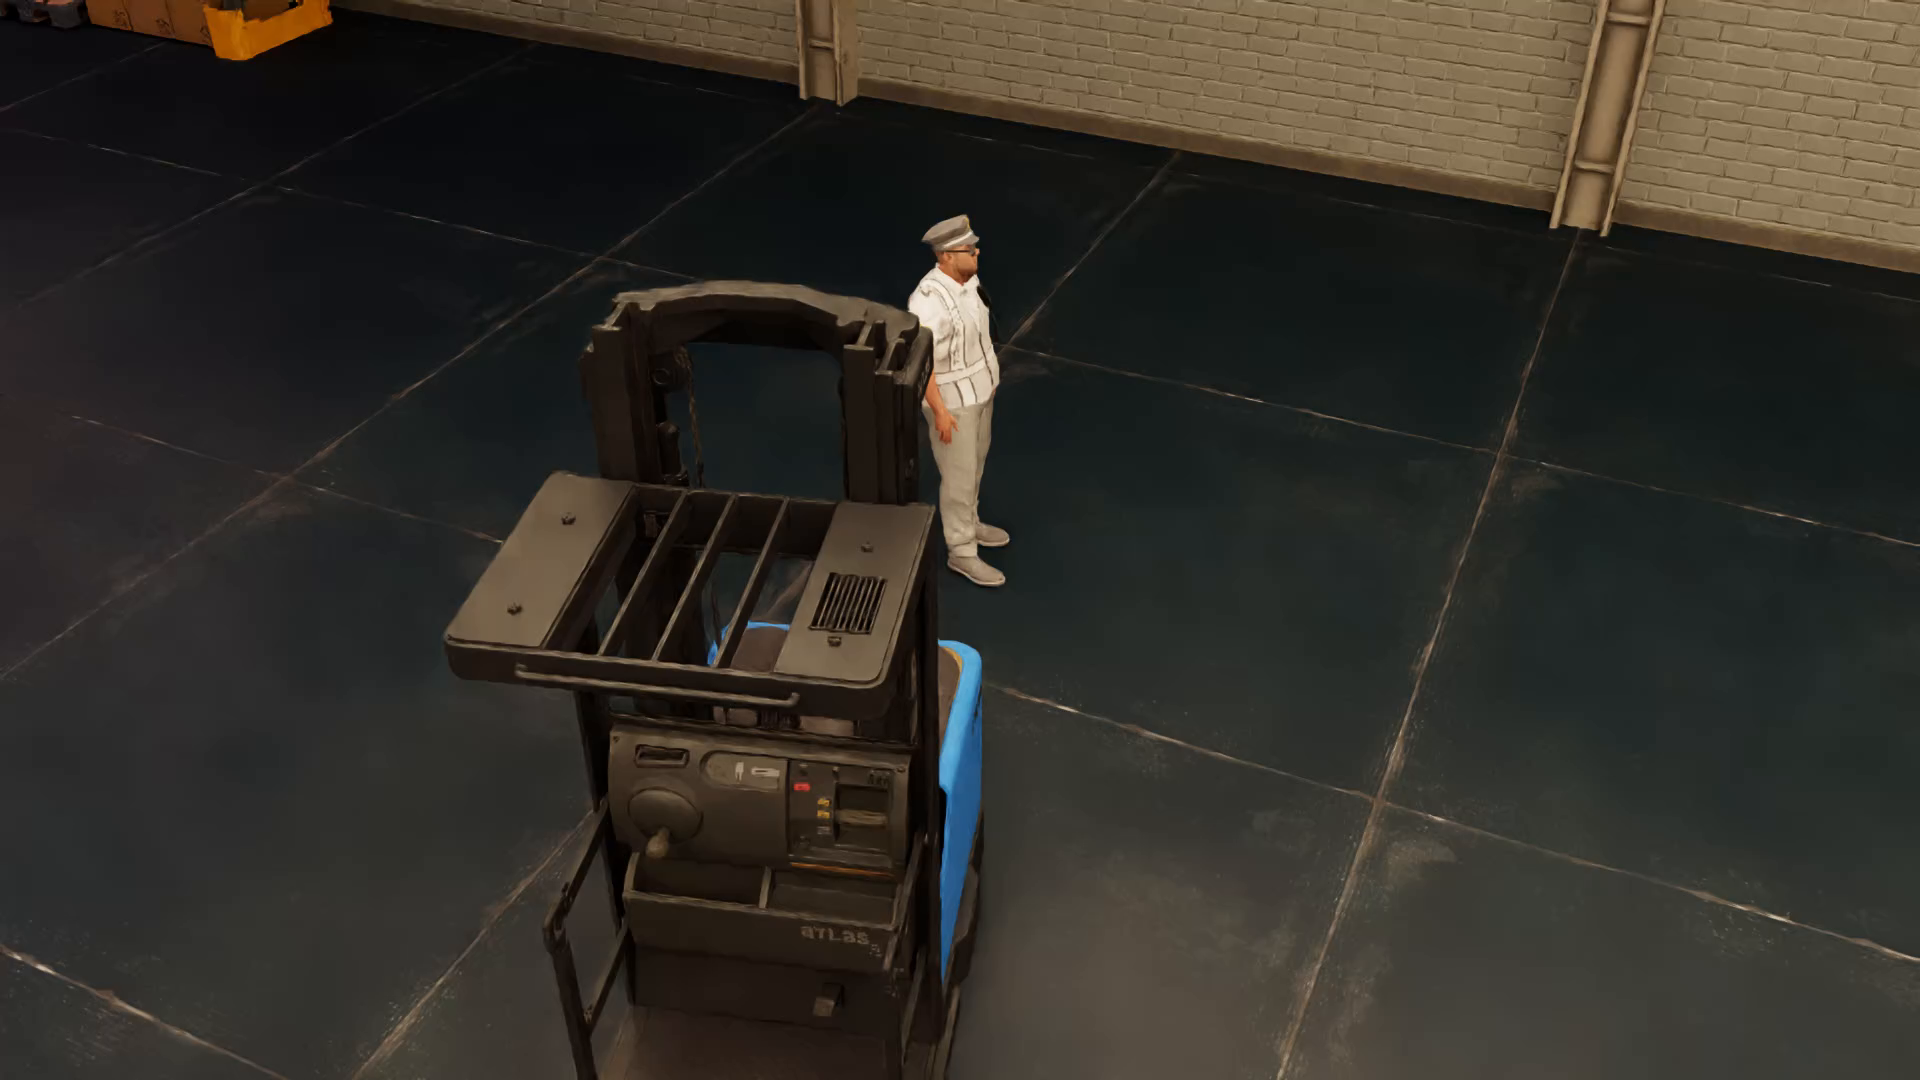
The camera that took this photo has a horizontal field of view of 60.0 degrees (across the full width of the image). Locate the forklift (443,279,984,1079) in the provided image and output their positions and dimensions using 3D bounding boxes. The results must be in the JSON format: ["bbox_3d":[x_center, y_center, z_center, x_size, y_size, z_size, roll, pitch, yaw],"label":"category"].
[{"bbox_3d":[-0.645,0.866,4.873,1.130,2.935,3.031,5,36,7],"label":"forklift"}]

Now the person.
[{"bbox_3d":[0.066,-0.707,8.053,0.574,1.781,0.640,15,38,20],"label":"person"}]
